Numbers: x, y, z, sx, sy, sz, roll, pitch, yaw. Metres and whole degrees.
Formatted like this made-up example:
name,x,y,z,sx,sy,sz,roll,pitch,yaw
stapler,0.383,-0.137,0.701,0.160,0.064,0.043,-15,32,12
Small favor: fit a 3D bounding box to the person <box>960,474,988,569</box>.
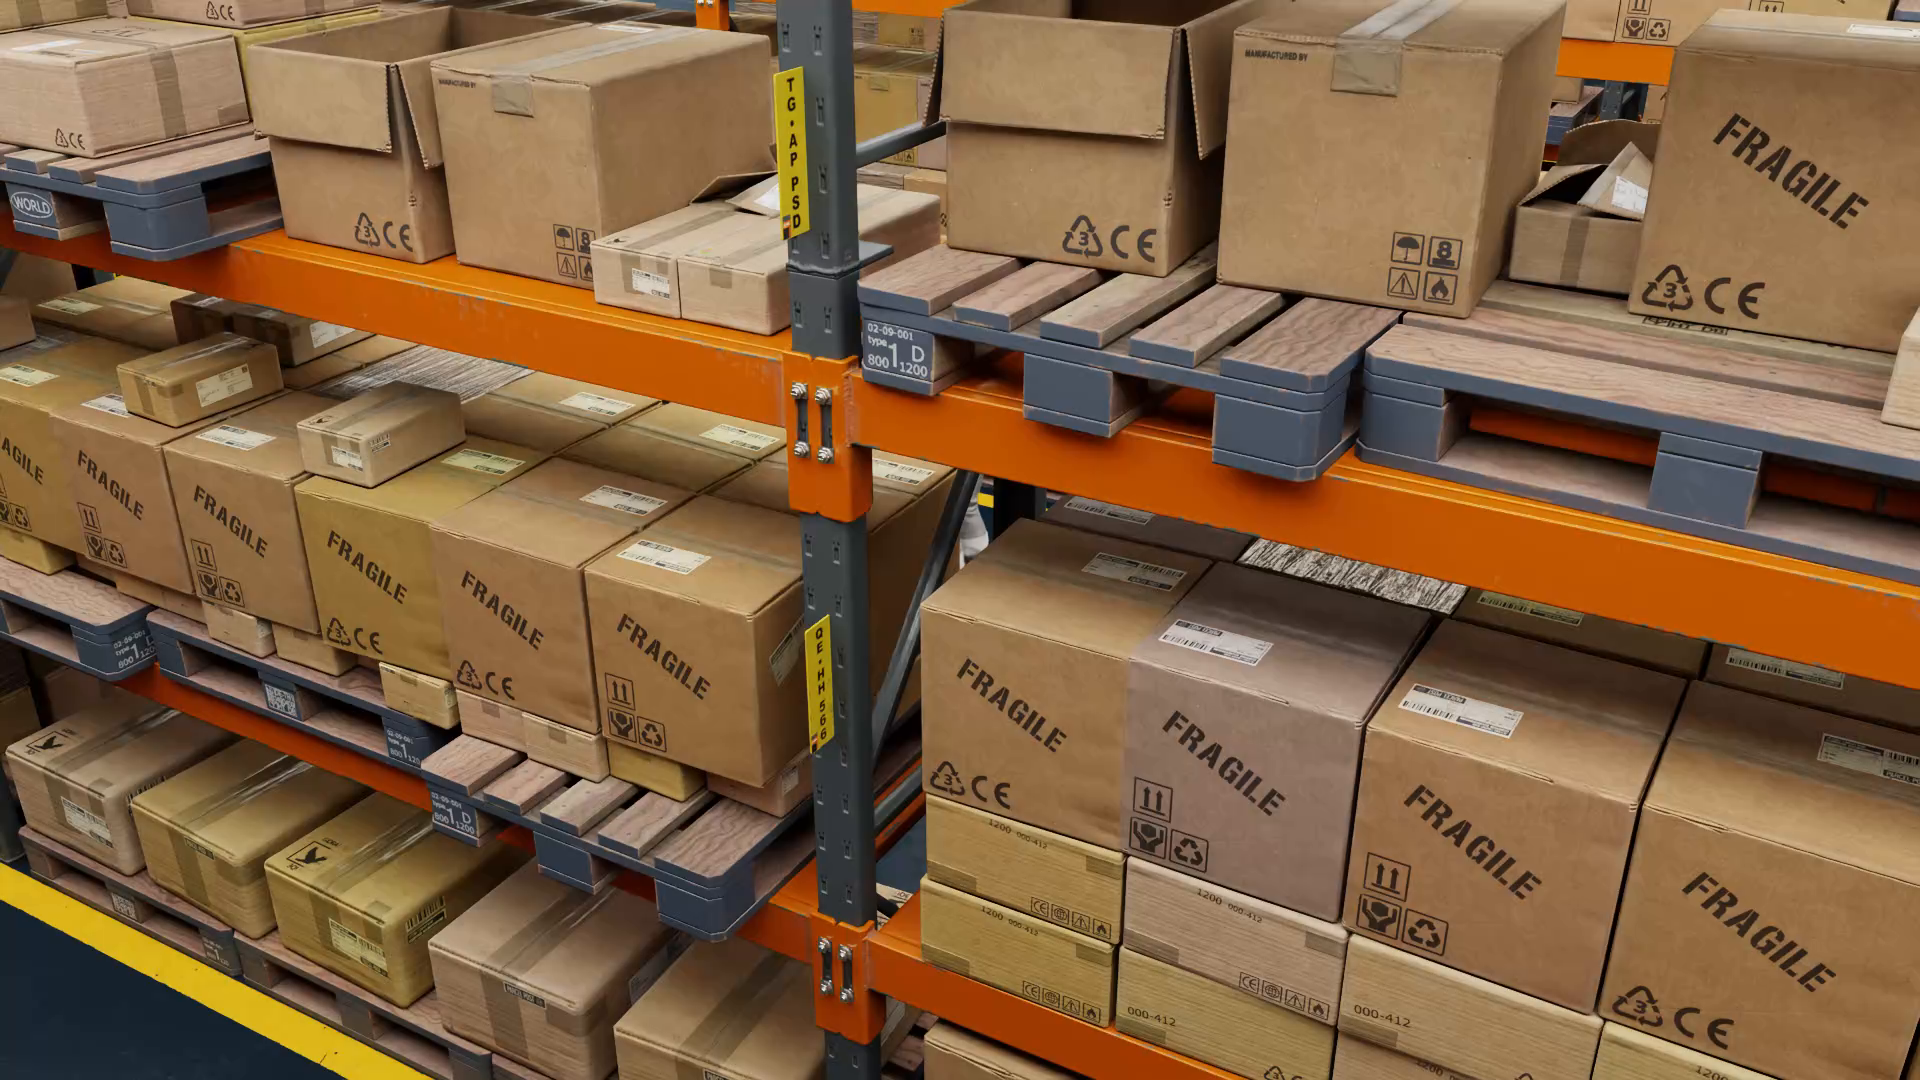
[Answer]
name,x,y,z,sx,sy,sz,roll,pitch,yaw
person,-0.114,-0.489,8.082,0.558,1.783,0.494,15,30,27
